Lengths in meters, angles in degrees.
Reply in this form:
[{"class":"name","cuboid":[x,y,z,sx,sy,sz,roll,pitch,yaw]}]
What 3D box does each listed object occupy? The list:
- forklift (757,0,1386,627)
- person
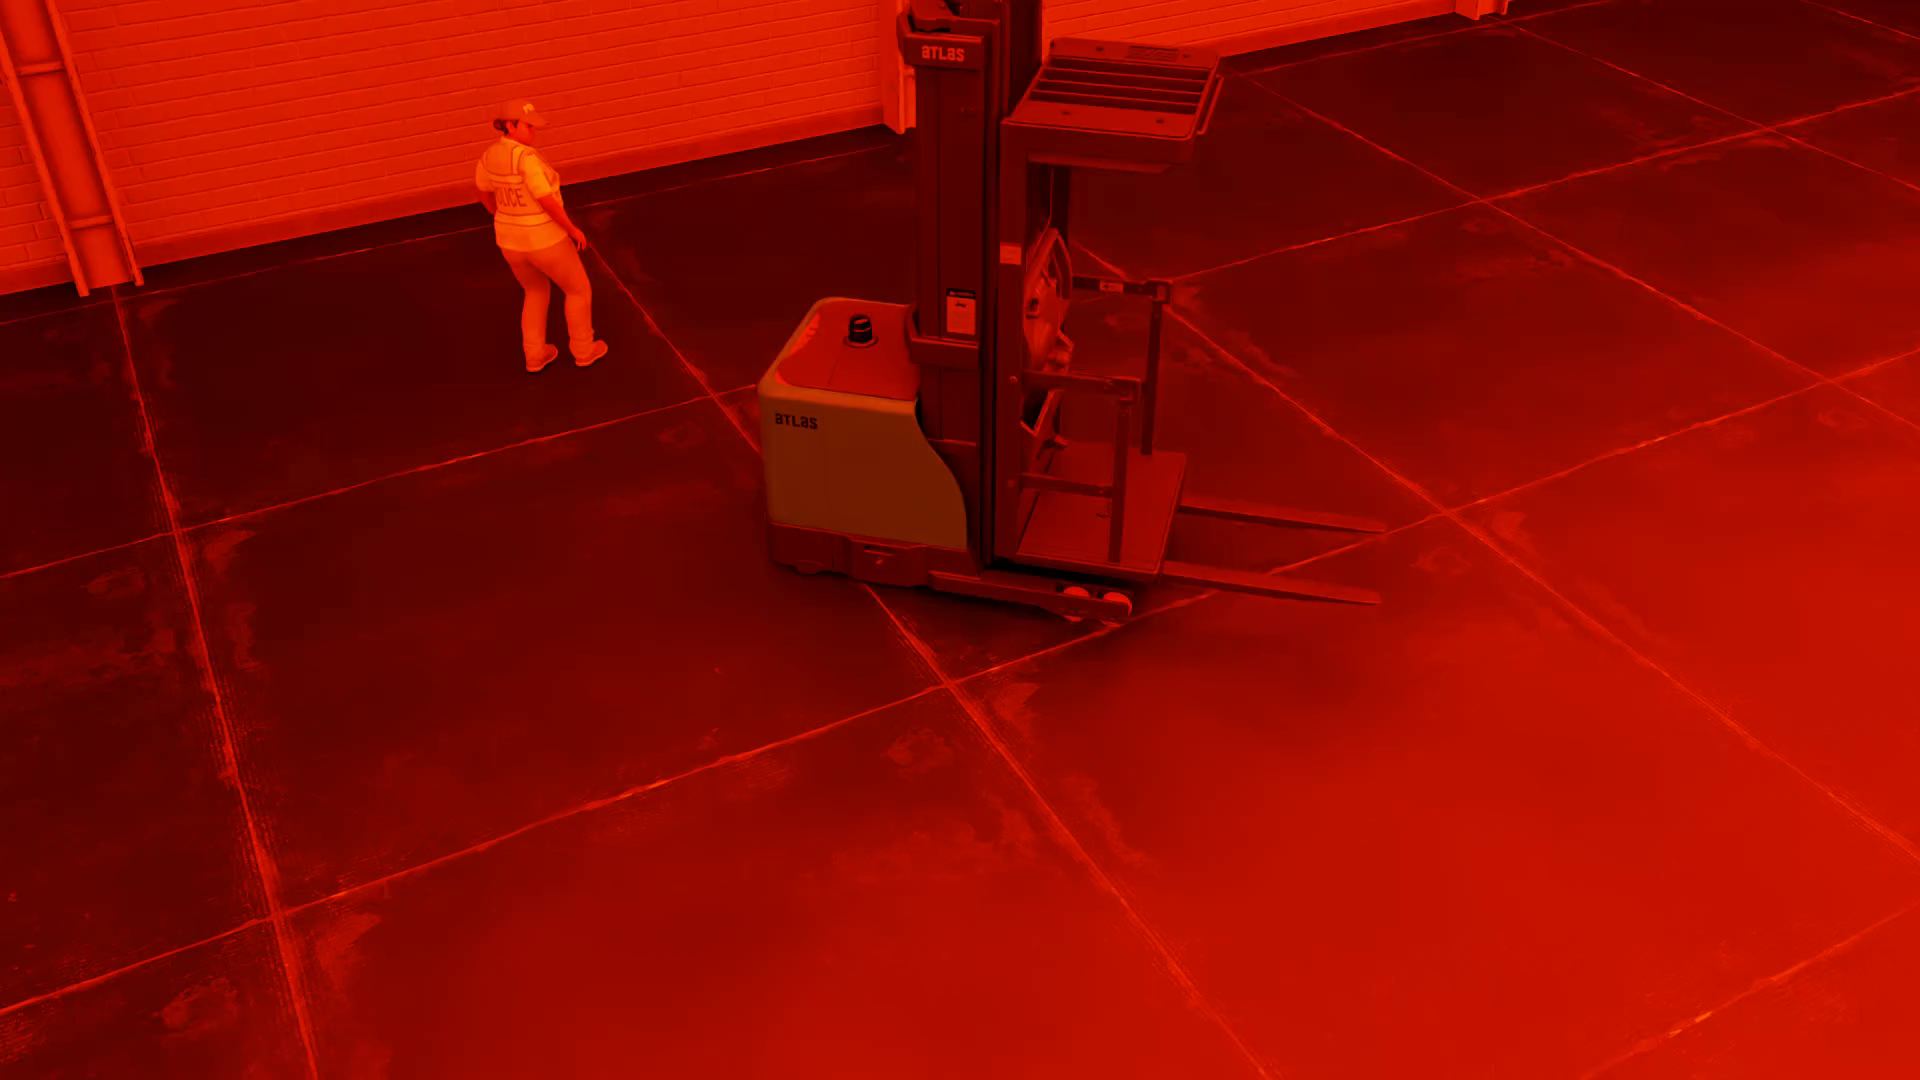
[{"class":"forklift","cuboid":[0.595,-1.115,7.701,3.031,2.935,1.130,8,36,11]},{"class":"person","cuboid":[-2.479,-1.783,9.769,0.680,1.644,0.511,16,38,22]}]
